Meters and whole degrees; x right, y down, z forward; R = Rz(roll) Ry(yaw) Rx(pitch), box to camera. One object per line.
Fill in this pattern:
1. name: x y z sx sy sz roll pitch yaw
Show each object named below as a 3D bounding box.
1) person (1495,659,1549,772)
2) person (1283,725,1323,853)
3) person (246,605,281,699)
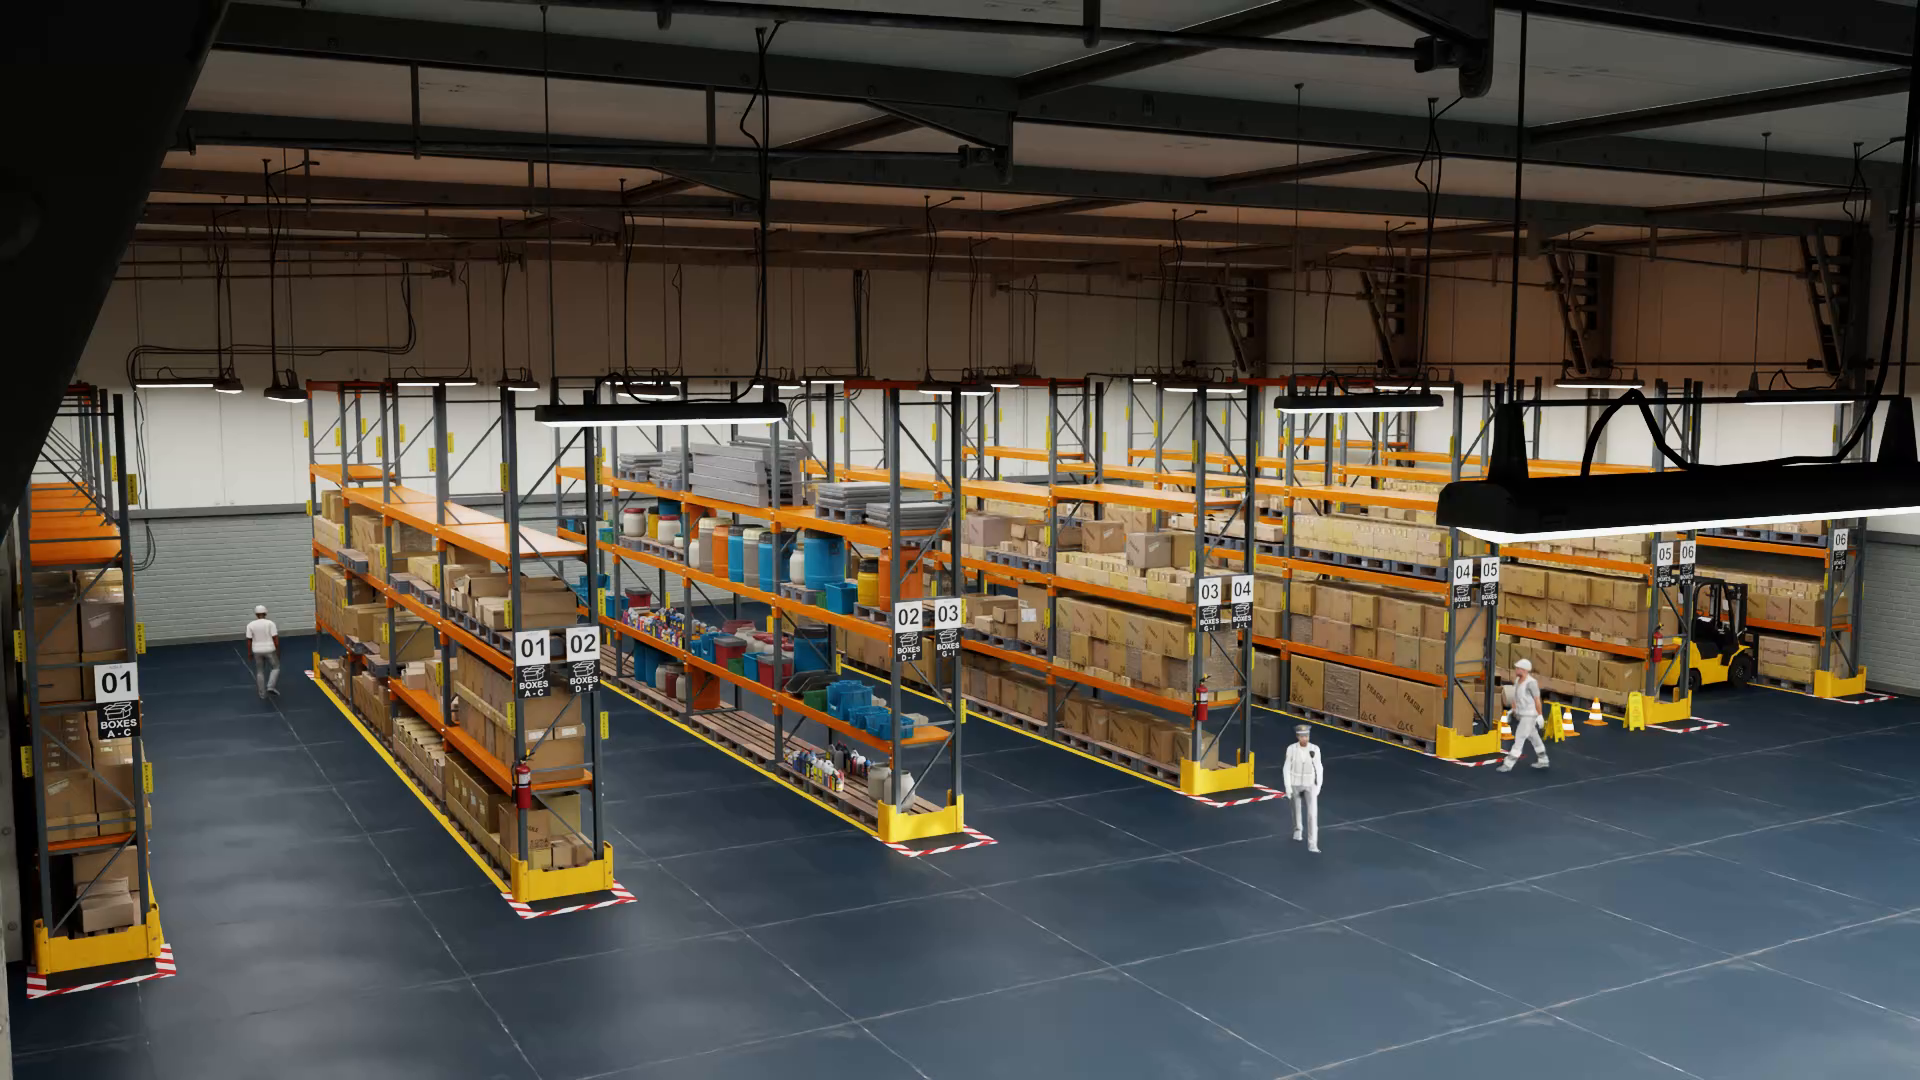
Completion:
1. person: 8.717 2.701 25.783 0.987 1.724 0.602 -1 6 -11
2. person: 4.464 3.202 21.653 0.514 1.620 1.037 2 6 17
3. person: -13.151 2.119 31.405 0.609 1.769 0.489 0 6 -4
